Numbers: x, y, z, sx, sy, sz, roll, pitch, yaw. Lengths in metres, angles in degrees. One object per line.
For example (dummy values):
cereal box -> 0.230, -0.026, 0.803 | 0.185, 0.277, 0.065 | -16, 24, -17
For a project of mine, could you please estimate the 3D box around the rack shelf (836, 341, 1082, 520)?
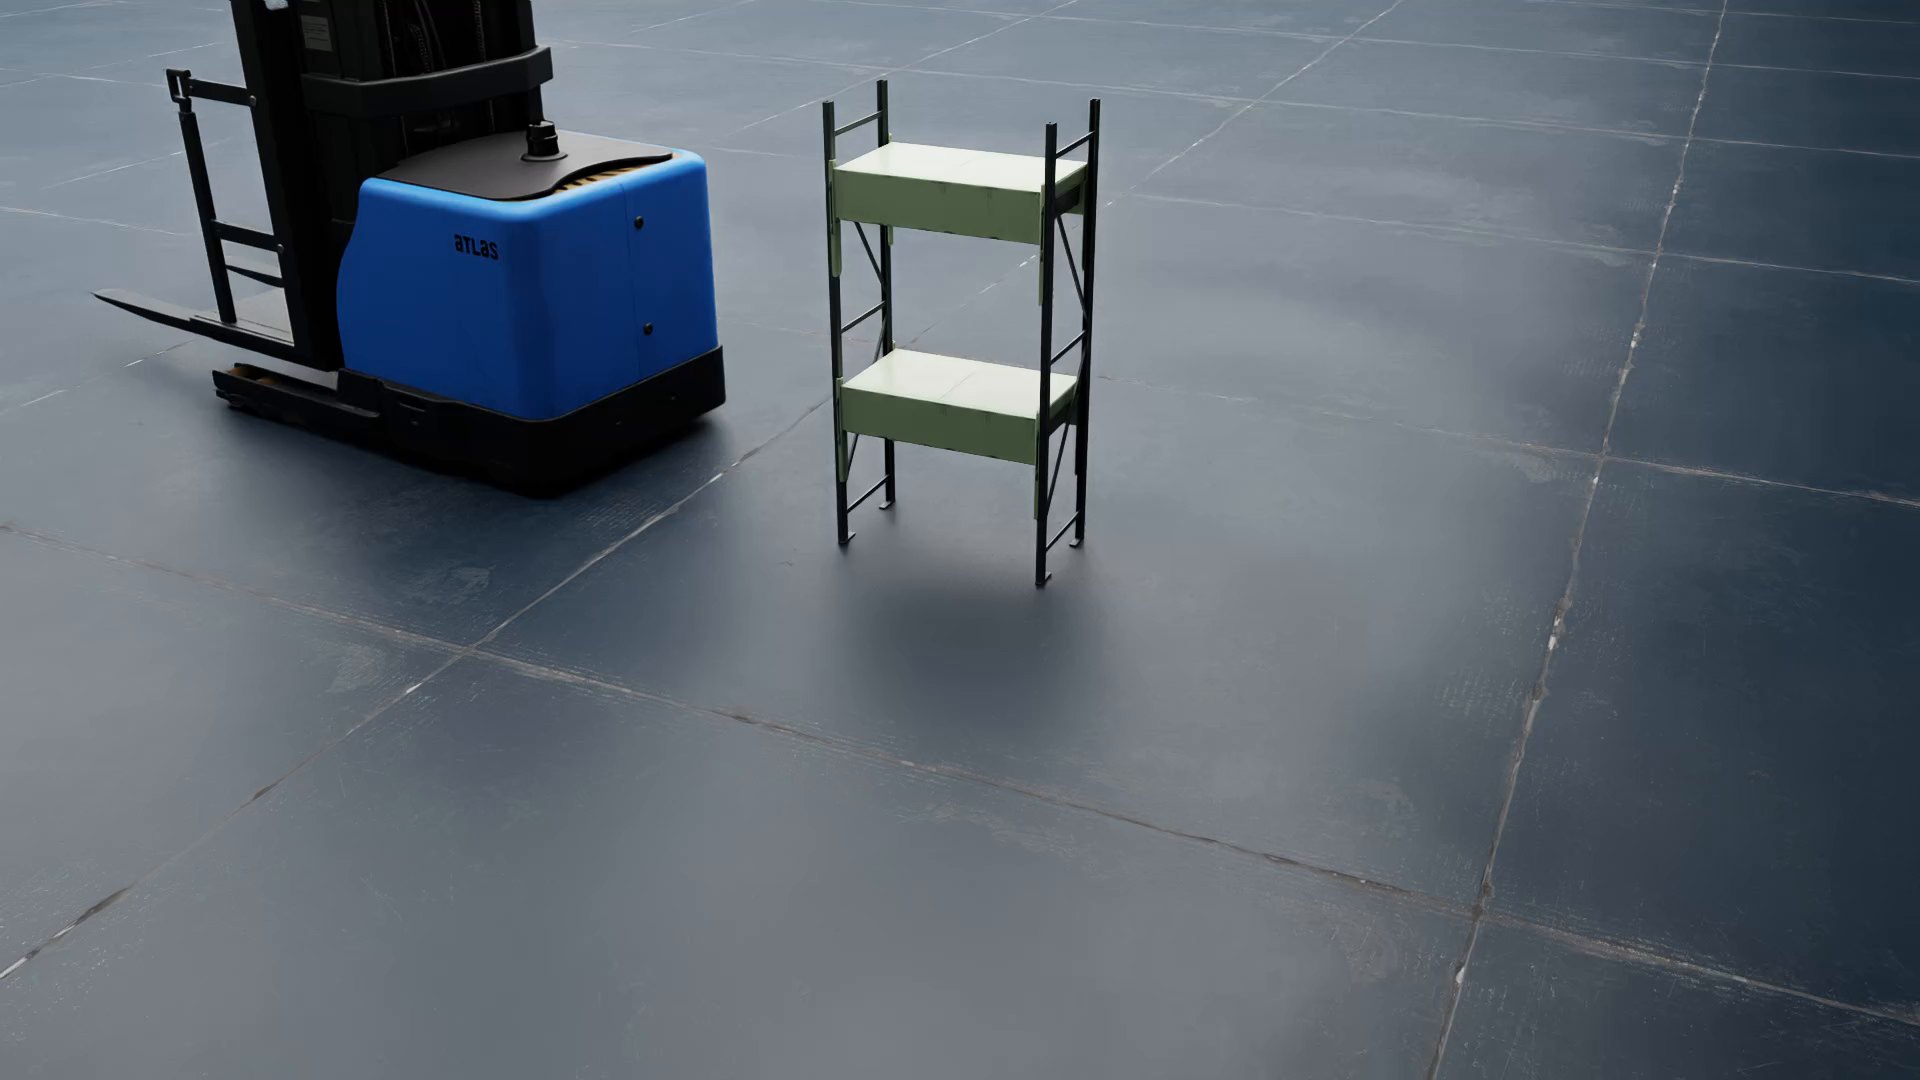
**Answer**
rack shelf -> 0.006, -0.379, 5.560 | 0.720, 0.370, 0.431 | 11, 28, 22

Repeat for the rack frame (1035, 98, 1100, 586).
rack frame -> 0.339, -0.605, 5.280 | 0.023, 1.500, 0.400 | 11, 28, 22

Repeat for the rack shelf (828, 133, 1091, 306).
rack shelf -> 0.006, -1.022, 5.244 | 0.720, 0.370, 0.431 | 11, 28, 22

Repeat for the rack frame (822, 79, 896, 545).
rack frame -> -0.327, -0.739, 5.552 | 0.023, 1.500, 0.400 | 11, 28, 22

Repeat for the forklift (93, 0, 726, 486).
forklift -> -2.465, -1.994, 6.482 | 3.031, 2.935, 1.130 | 16, 30, 29

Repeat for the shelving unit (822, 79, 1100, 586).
shelving unit -> 0.006, -0.672, 5.416 | 0.755, 1.500, 0.431 | 11, 28, 22
